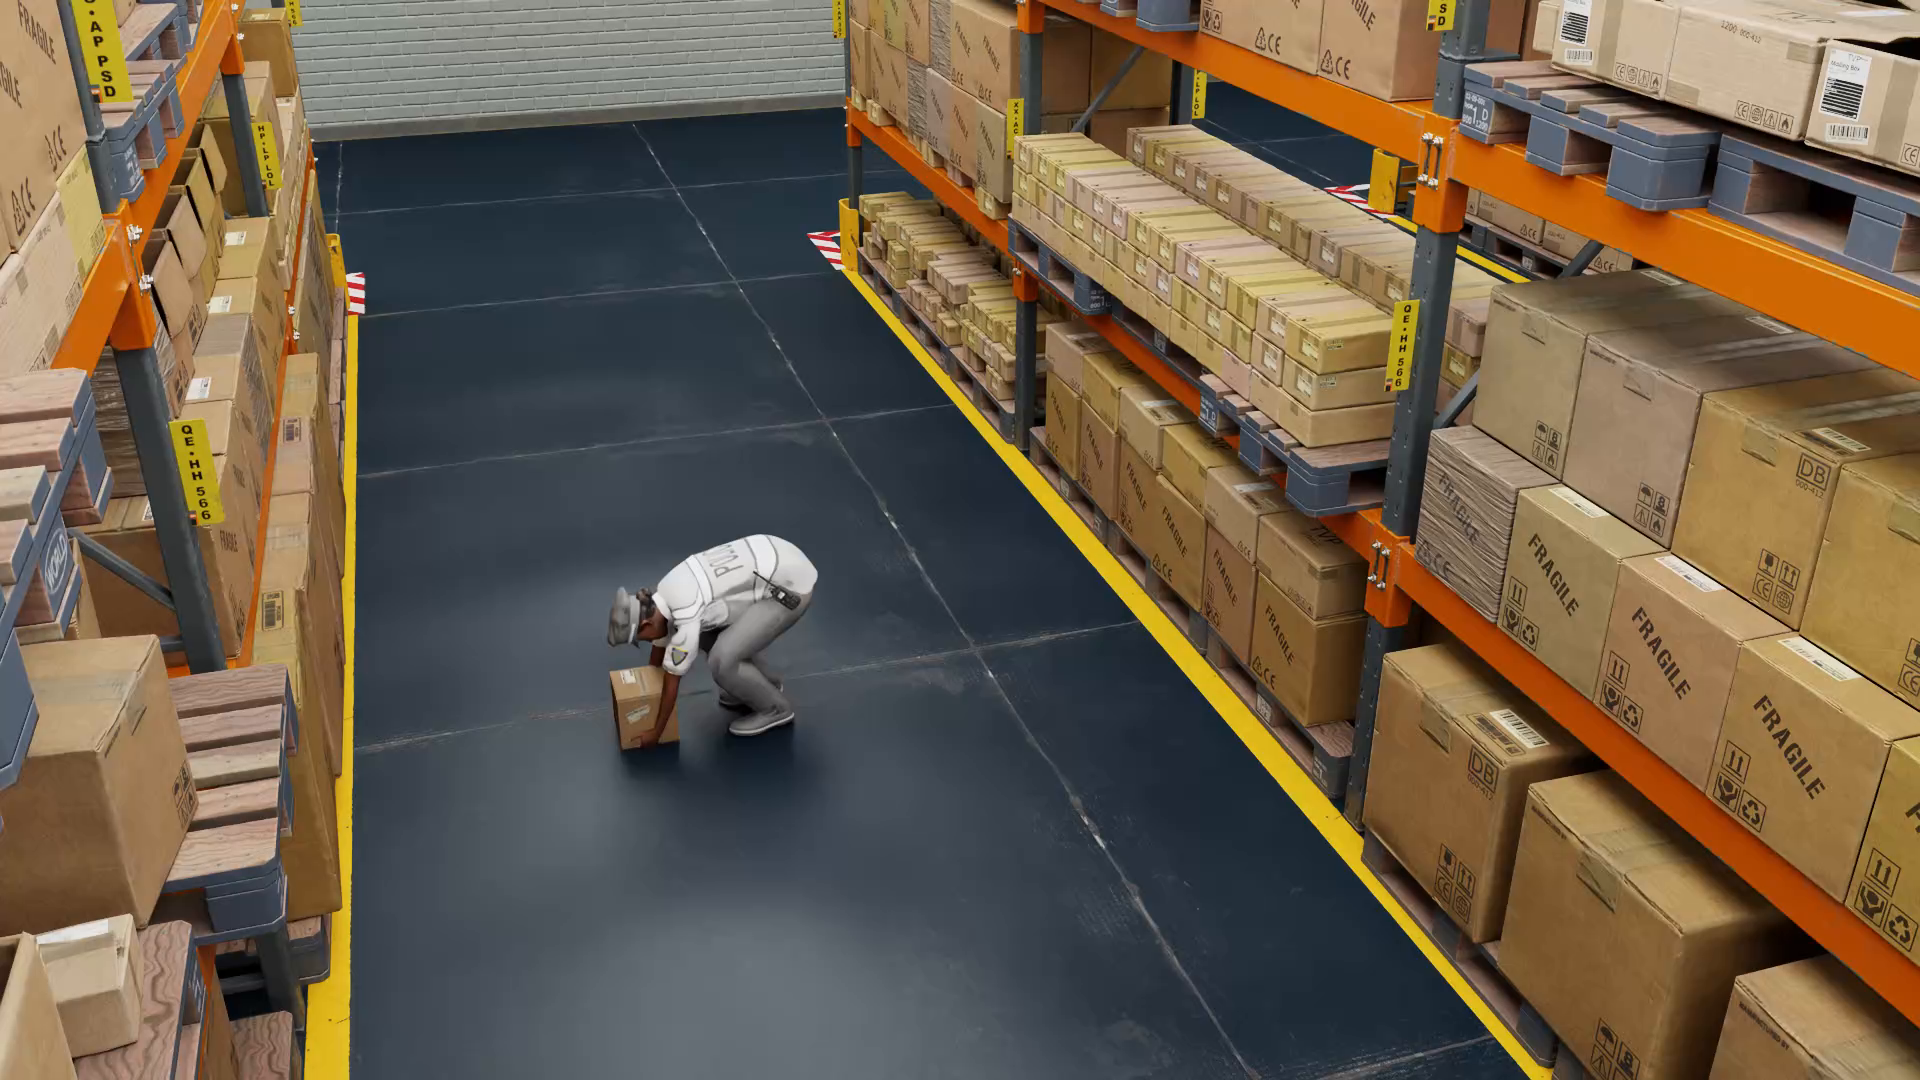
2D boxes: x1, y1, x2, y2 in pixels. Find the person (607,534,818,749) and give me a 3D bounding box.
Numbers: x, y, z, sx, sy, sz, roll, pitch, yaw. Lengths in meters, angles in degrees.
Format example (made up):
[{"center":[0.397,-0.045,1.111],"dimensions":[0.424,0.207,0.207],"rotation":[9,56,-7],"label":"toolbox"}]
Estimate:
[{"center":[-1.062,0.434,7.197],"dimensions":[0.913,0.842,0.470],"rotation":[-9,28,-18],"label":"person"}]
